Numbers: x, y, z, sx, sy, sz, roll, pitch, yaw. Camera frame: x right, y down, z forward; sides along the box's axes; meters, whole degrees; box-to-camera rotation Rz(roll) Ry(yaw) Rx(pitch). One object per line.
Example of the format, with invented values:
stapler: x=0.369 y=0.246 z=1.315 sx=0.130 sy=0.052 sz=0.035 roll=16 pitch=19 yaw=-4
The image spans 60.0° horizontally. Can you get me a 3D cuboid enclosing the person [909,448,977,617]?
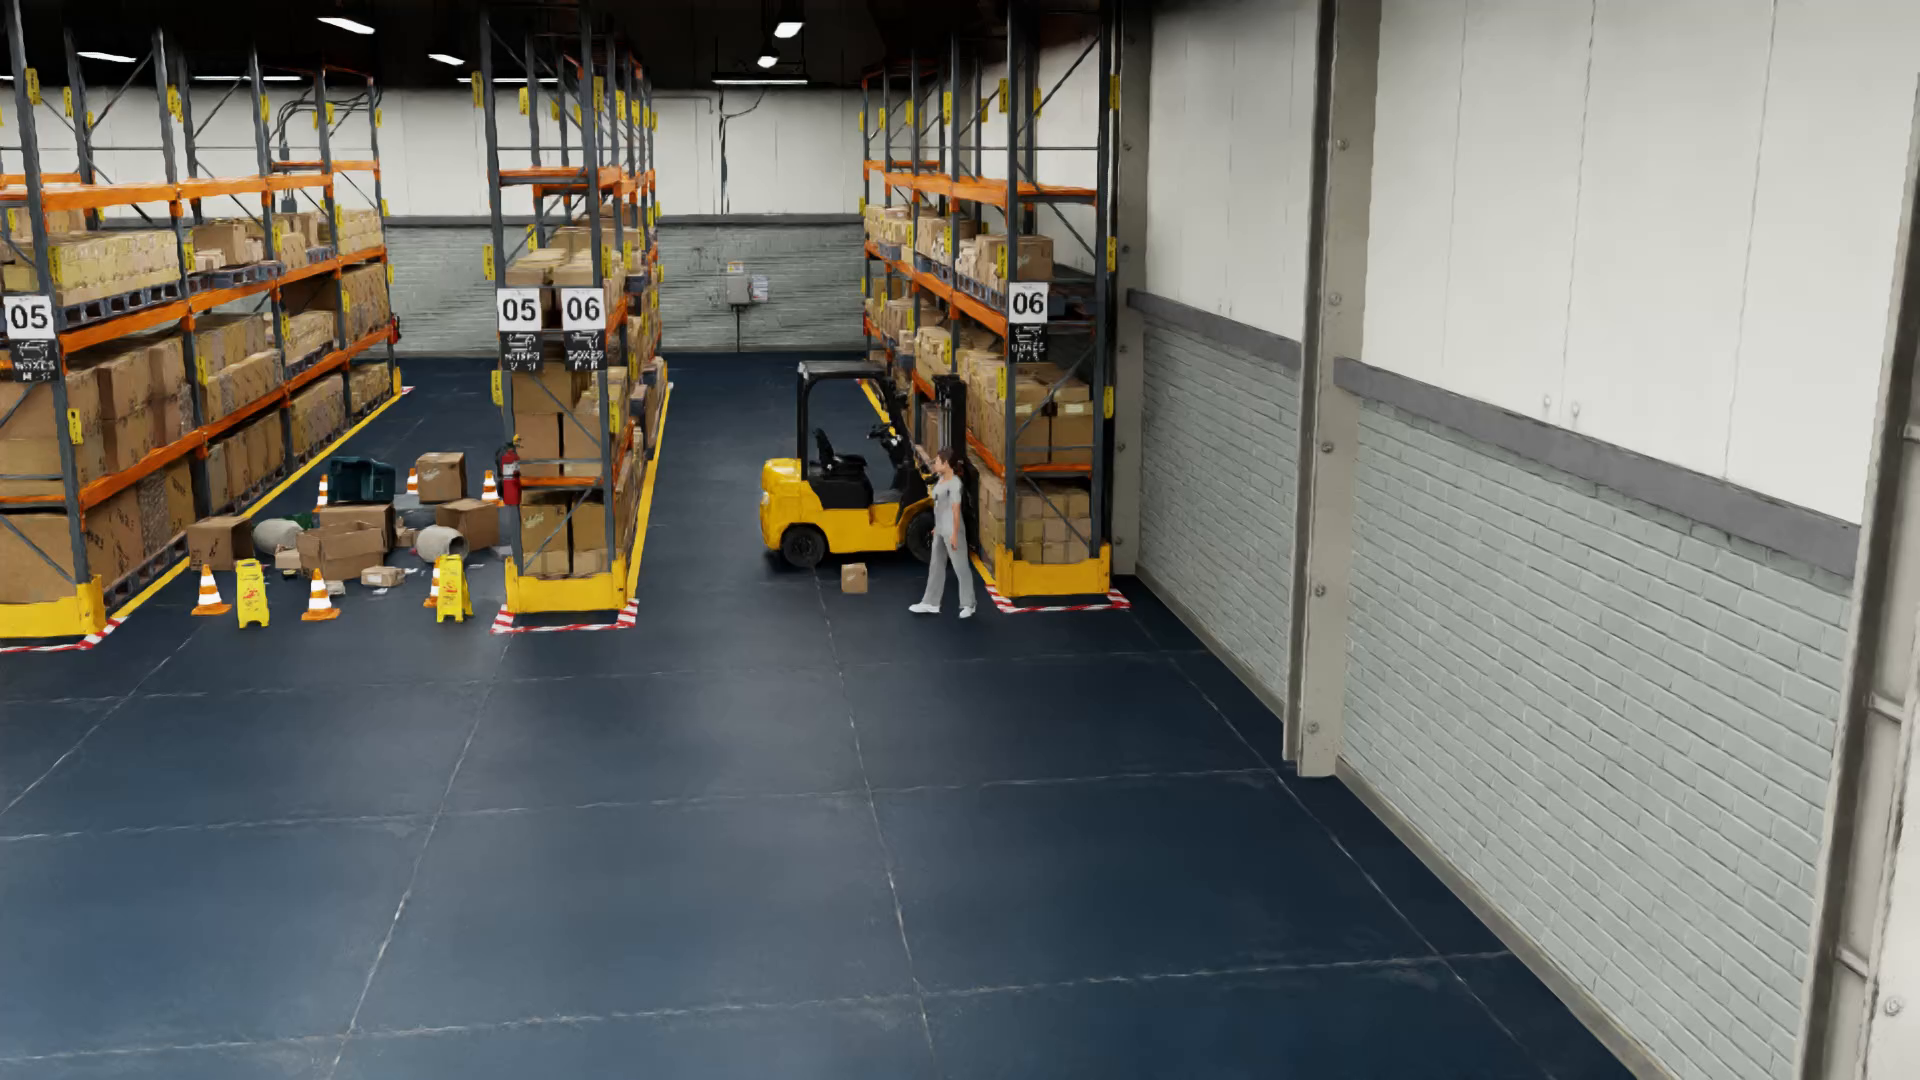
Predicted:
person: x=-0.158 y=-0.082 z=16.286 sx=0.619 sy=1.665 sz=0.576 roll=-6 pitch=14 yaw=-22
